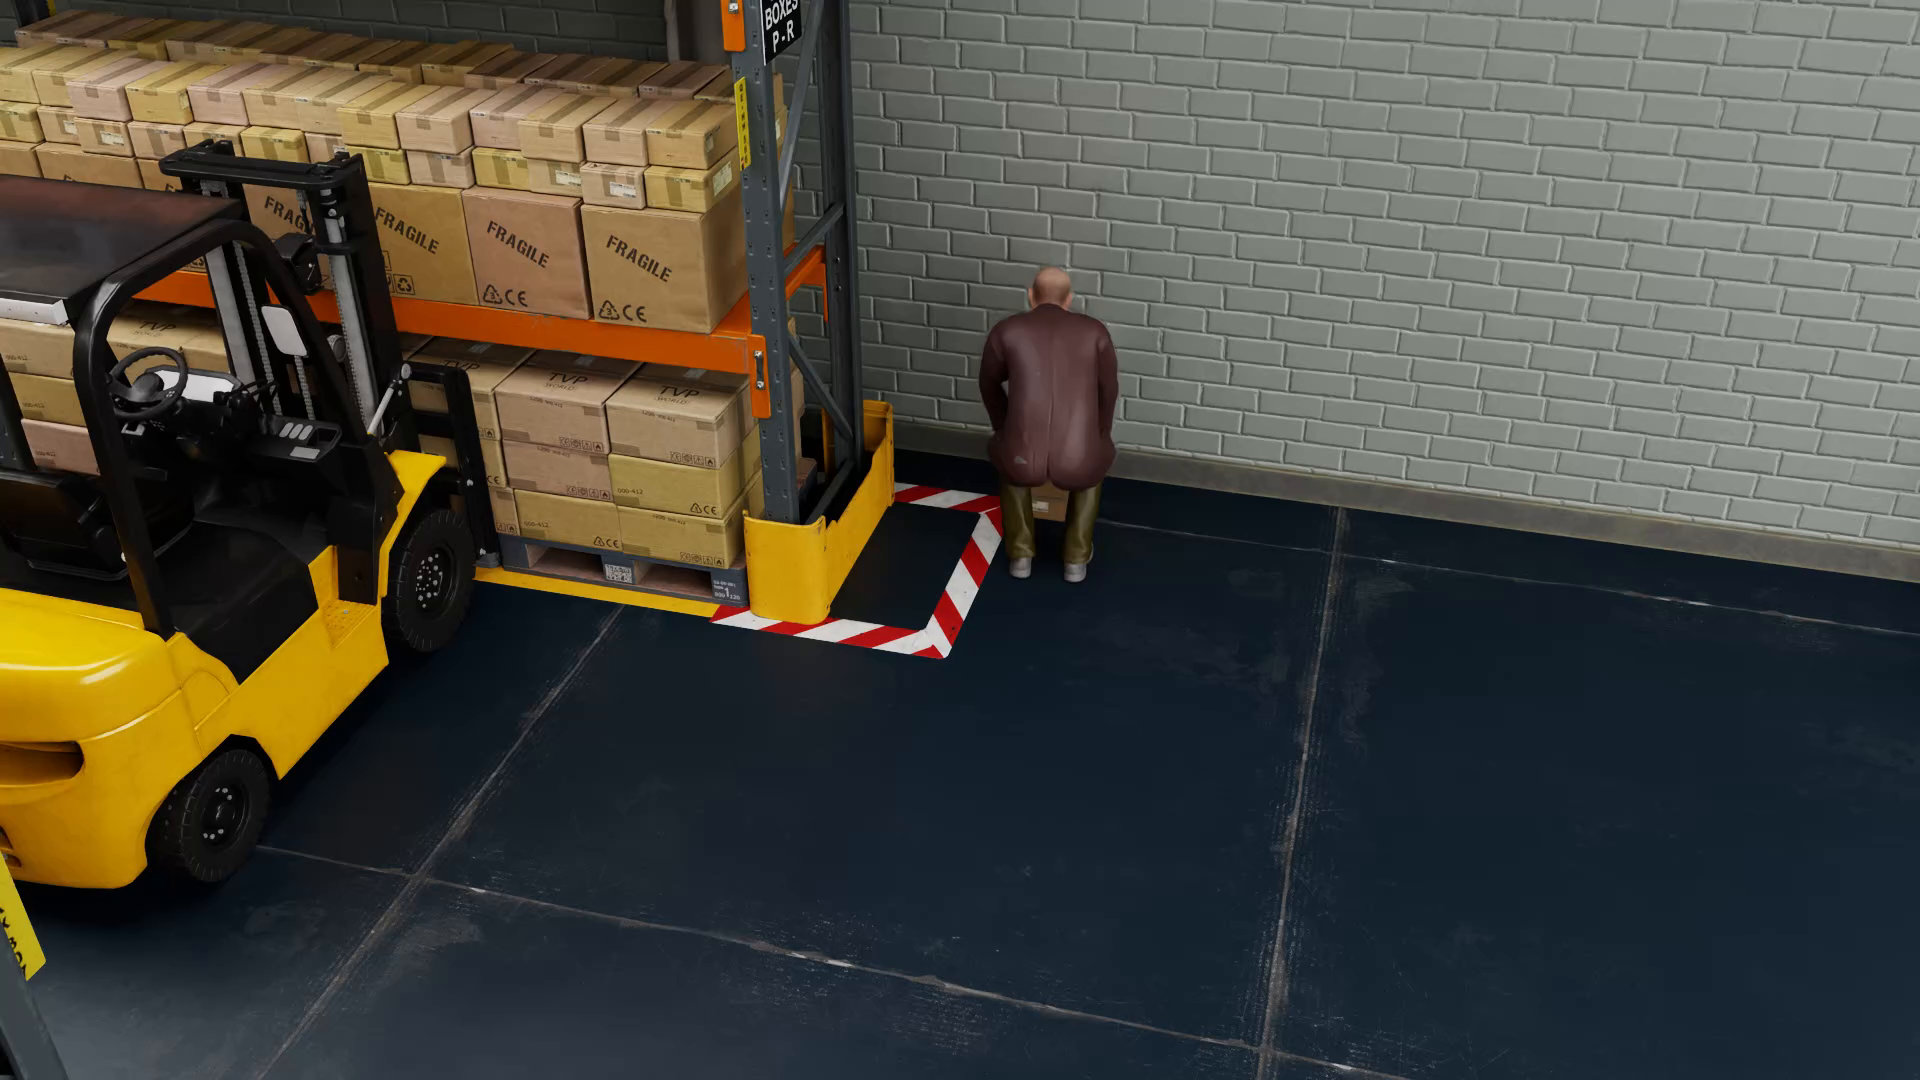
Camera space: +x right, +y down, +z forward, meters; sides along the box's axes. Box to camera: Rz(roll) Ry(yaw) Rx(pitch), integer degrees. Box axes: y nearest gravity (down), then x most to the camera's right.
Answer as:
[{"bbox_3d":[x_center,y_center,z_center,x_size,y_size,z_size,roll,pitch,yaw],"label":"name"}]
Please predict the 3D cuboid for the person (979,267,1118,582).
[{"bbox_3d":[0.382,-0.481,7.368,0.633,1.289,0.780,4,33,6],"label":"person"}]
